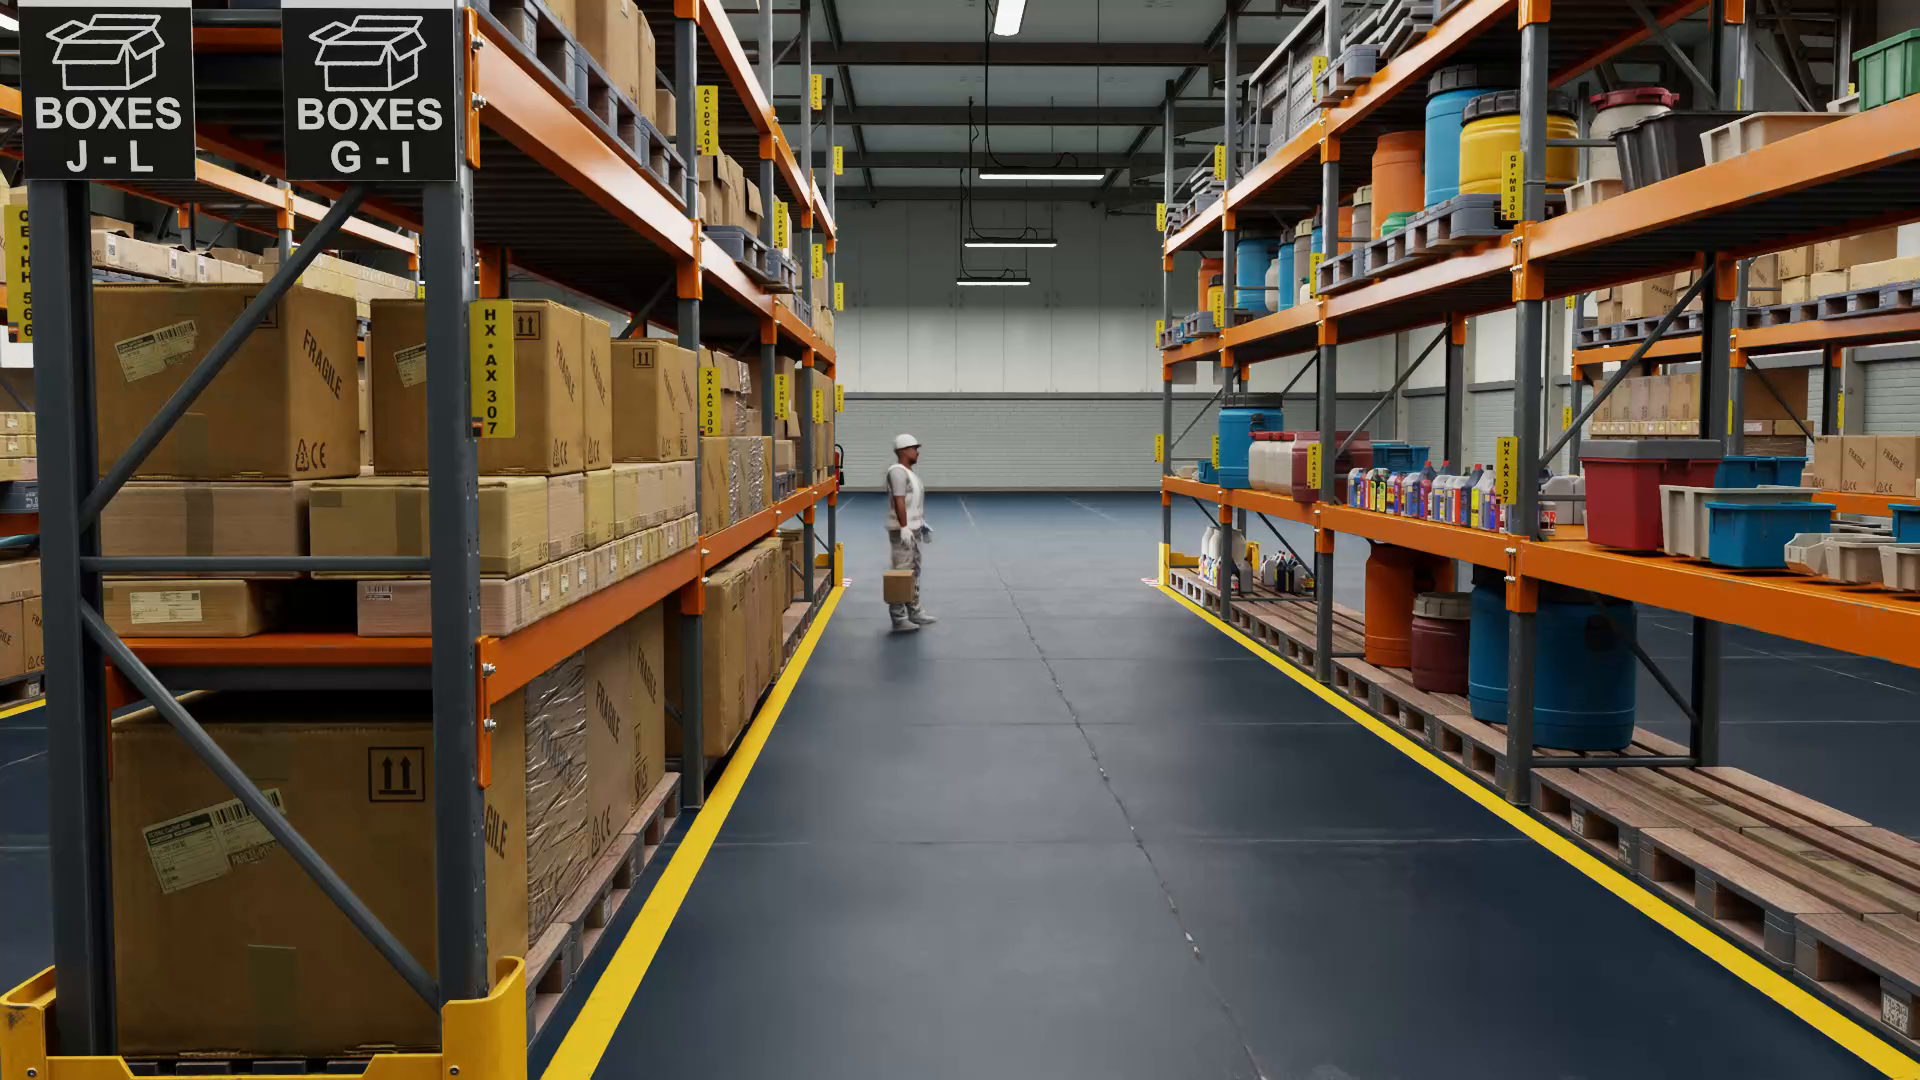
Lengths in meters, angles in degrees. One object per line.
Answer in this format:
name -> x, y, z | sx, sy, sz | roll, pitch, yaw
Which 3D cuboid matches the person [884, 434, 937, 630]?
person -> -0.464, -0.084, 15.410 | 0.480, 1.793, 0.577 | 1, 4, 9
